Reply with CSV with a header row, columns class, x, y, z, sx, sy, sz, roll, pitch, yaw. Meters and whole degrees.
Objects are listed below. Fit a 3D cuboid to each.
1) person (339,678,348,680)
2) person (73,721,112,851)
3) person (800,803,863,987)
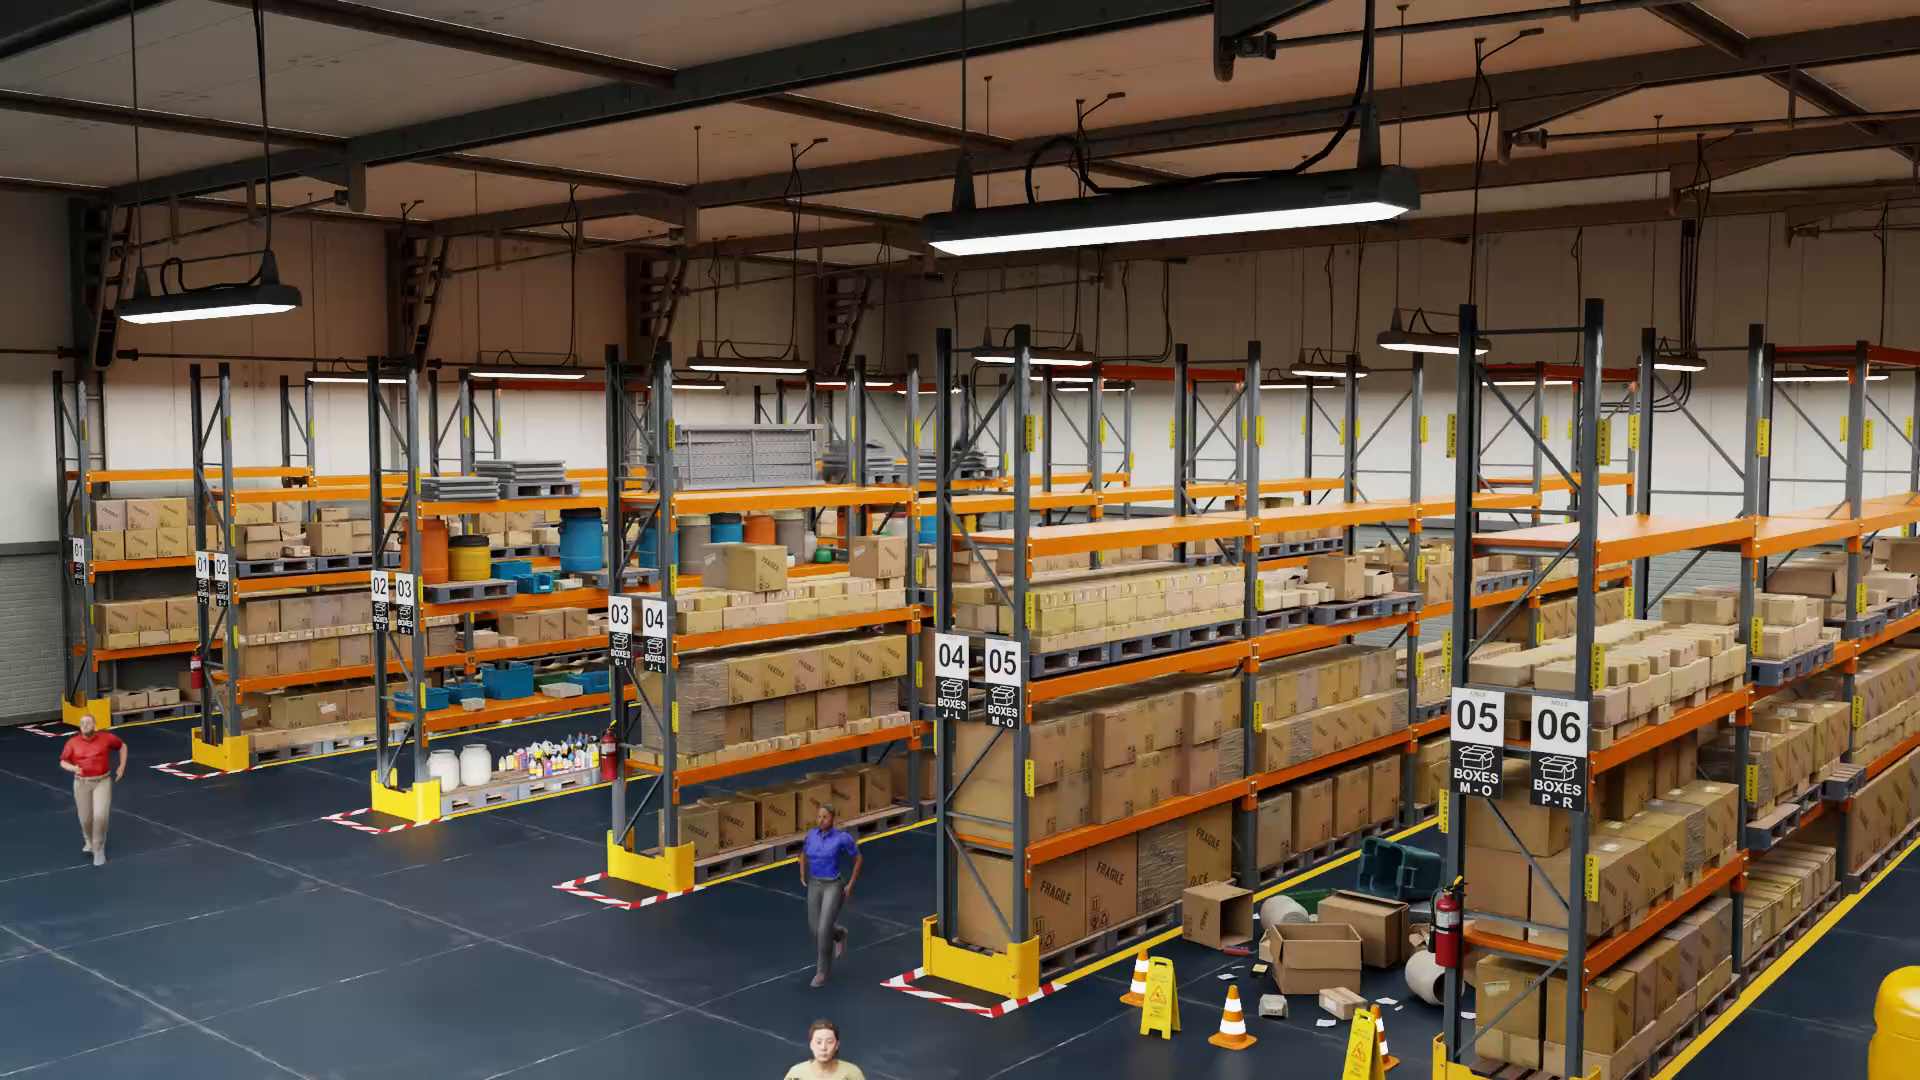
class,x,y,z,sx,sy,sz,roll,pitch,yaw
person,-10.611,2.264,28.493,0.380,1.729,0.895,3,5,34
person,-10.189,2.864,19.553,0.416,1.515,0.703,-1,4,-18
person,-1.216,3.253,15.455,0.615,1.644,0.690,2,5,26
